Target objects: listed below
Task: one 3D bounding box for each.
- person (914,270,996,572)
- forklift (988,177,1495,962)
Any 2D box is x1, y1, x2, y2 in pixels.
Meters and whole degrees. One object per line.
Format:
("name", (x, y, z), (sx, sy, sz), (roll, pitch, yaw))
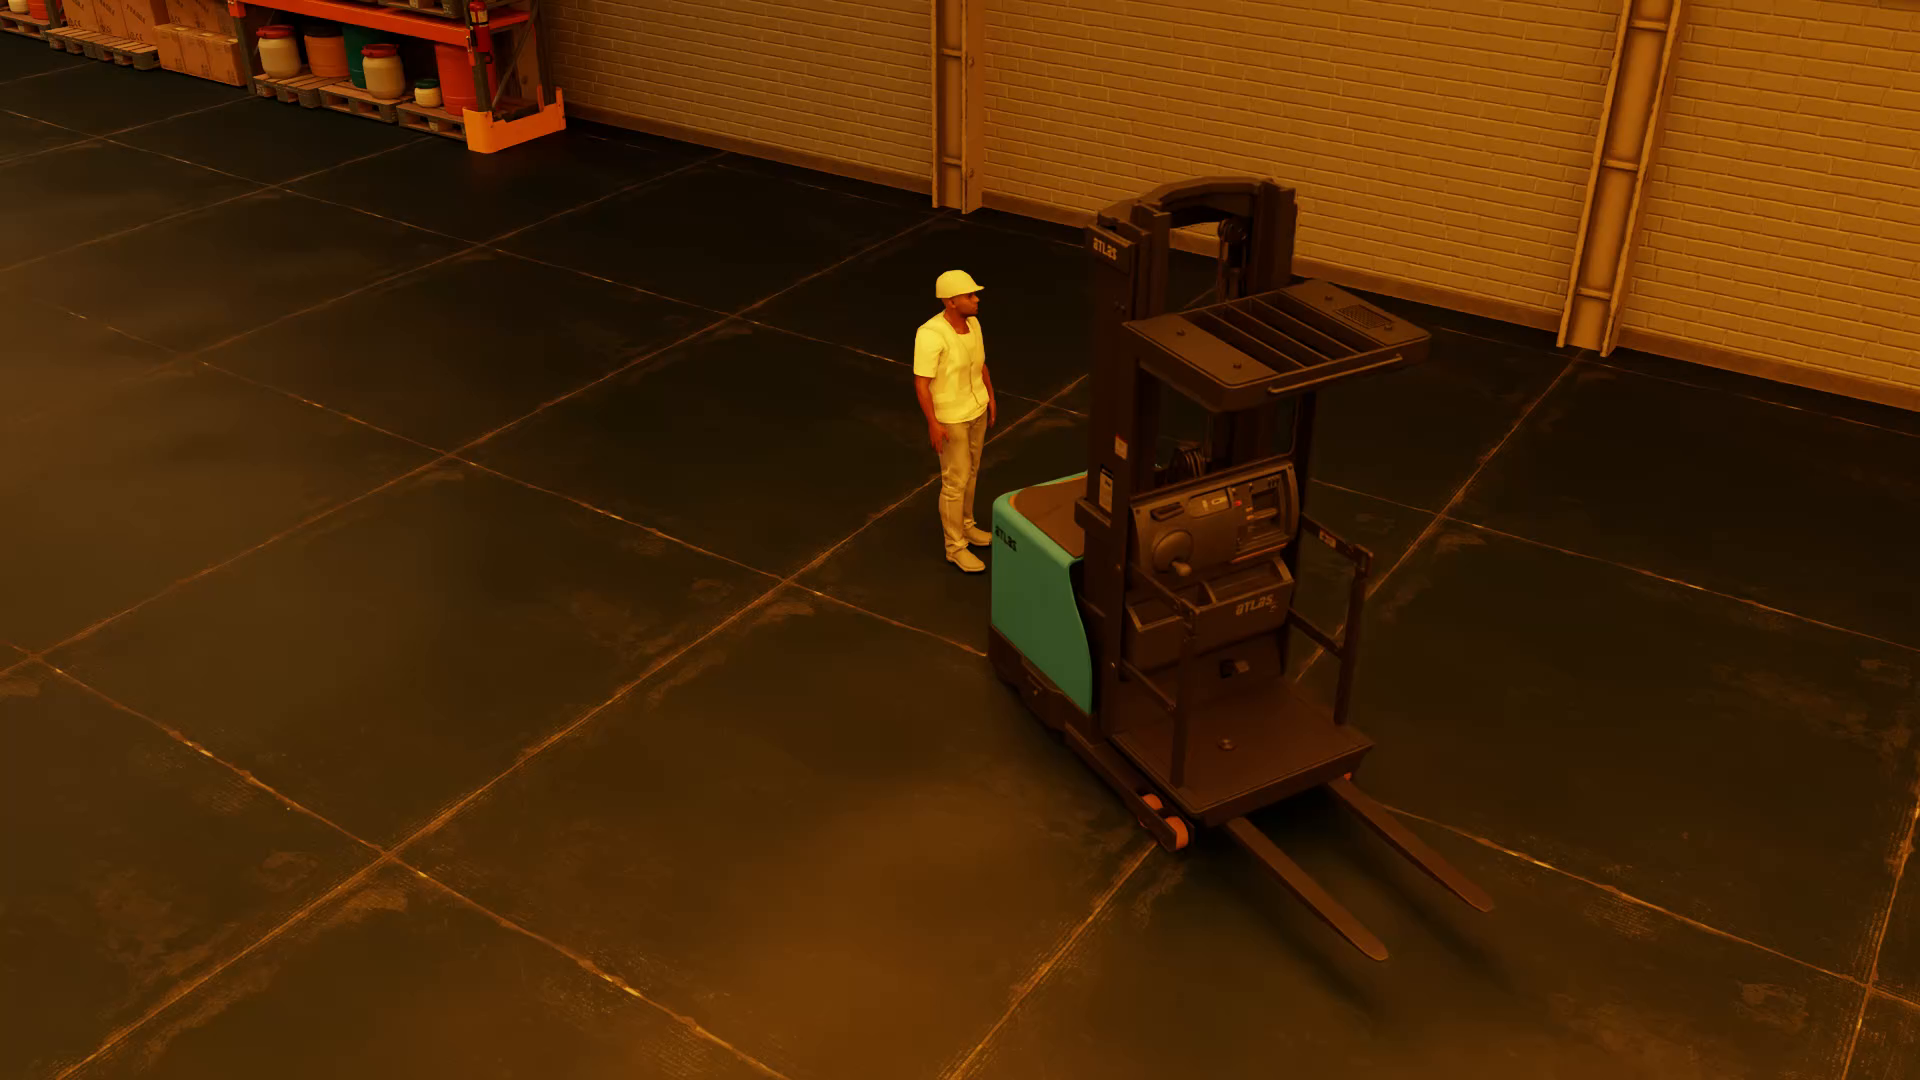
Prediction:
("person", (0.054, -0.748, 10.015), (0.577, 1.765, 0.666), (19, 35, 29))
("forklift", (1.314, -0.044, 7.658), (1.130, 2.935, 3.031), (-16, 34, -25))
